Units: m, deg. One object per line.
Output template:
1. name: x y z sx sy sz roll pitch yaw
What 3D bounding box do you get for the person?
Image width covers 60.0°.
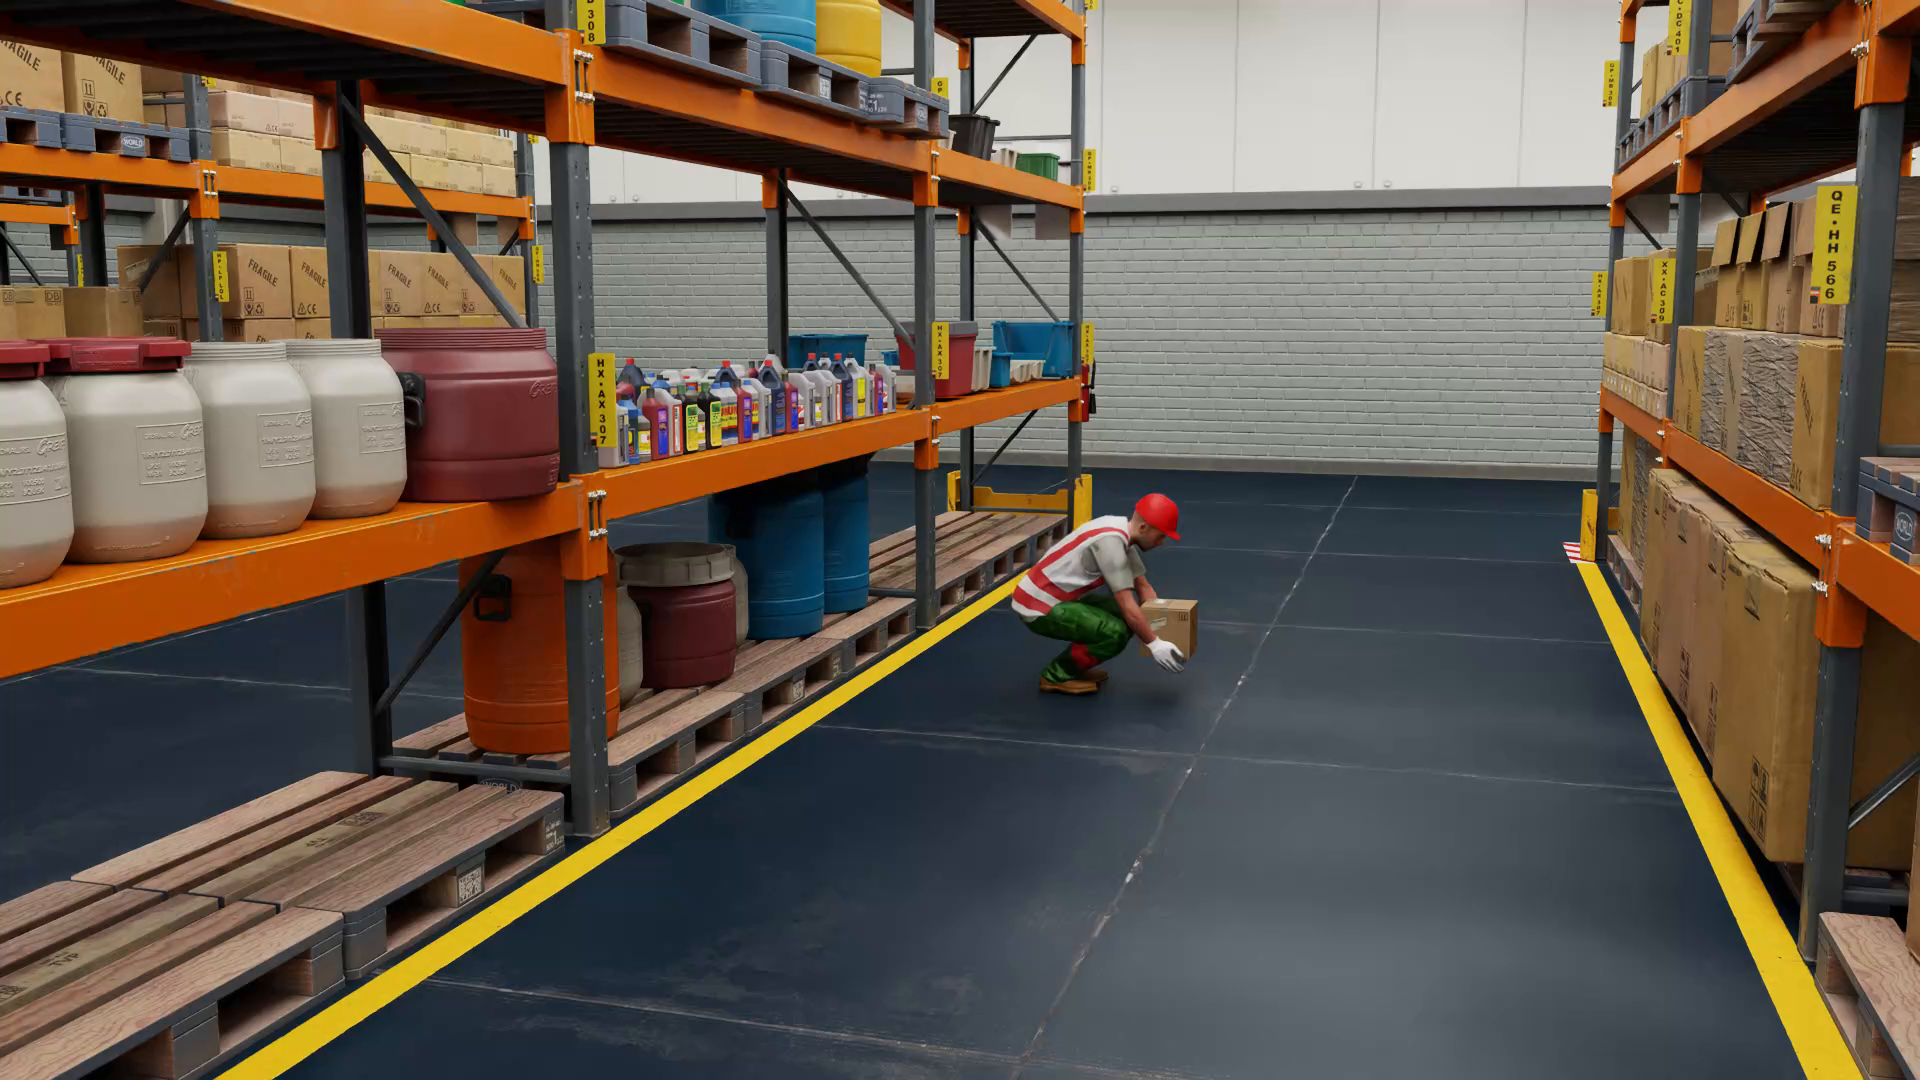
1. person: 0.709 0.258 8.280 0.880 0.991 0.565 2 9 16
